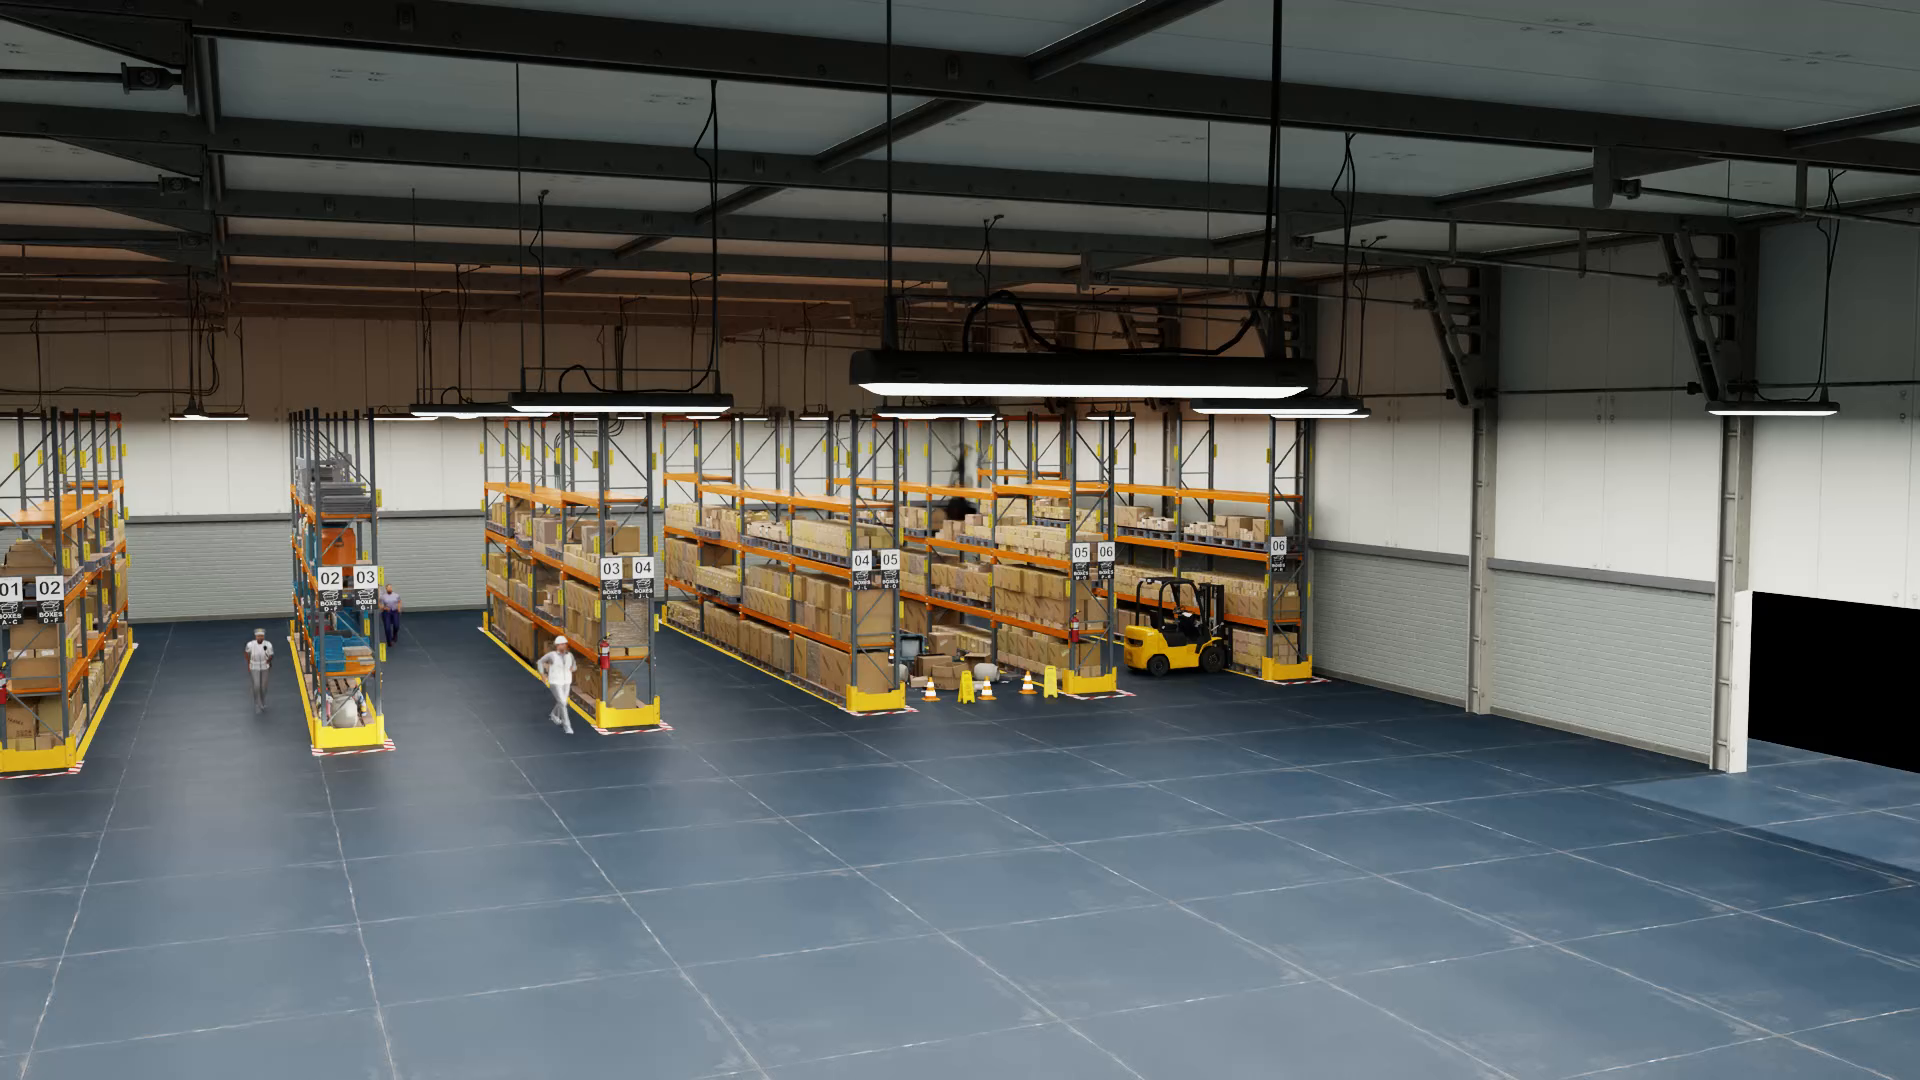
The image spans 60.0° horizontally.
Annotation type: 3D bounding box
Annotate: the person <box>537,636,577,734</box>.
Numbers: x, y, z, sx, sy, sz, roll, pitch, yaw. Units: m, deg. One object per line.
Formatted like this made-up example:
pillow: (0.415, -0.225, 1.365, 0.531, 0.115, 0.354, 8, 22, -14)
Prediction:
person: (-7.460, 2.693, 31.003, 0.669, 1.812, 0.915, -4, 6, -44)

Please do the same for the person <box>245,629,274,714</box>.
person: (-13.872, 2.603, 32.969, 0.506, 1.734, 0.824, -2, 5, -31)

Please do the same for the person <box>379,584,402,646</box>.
person: (-14.623, 1.932, 42.739, 0.599, 1.608, 0.531, -2, 4, -27)
